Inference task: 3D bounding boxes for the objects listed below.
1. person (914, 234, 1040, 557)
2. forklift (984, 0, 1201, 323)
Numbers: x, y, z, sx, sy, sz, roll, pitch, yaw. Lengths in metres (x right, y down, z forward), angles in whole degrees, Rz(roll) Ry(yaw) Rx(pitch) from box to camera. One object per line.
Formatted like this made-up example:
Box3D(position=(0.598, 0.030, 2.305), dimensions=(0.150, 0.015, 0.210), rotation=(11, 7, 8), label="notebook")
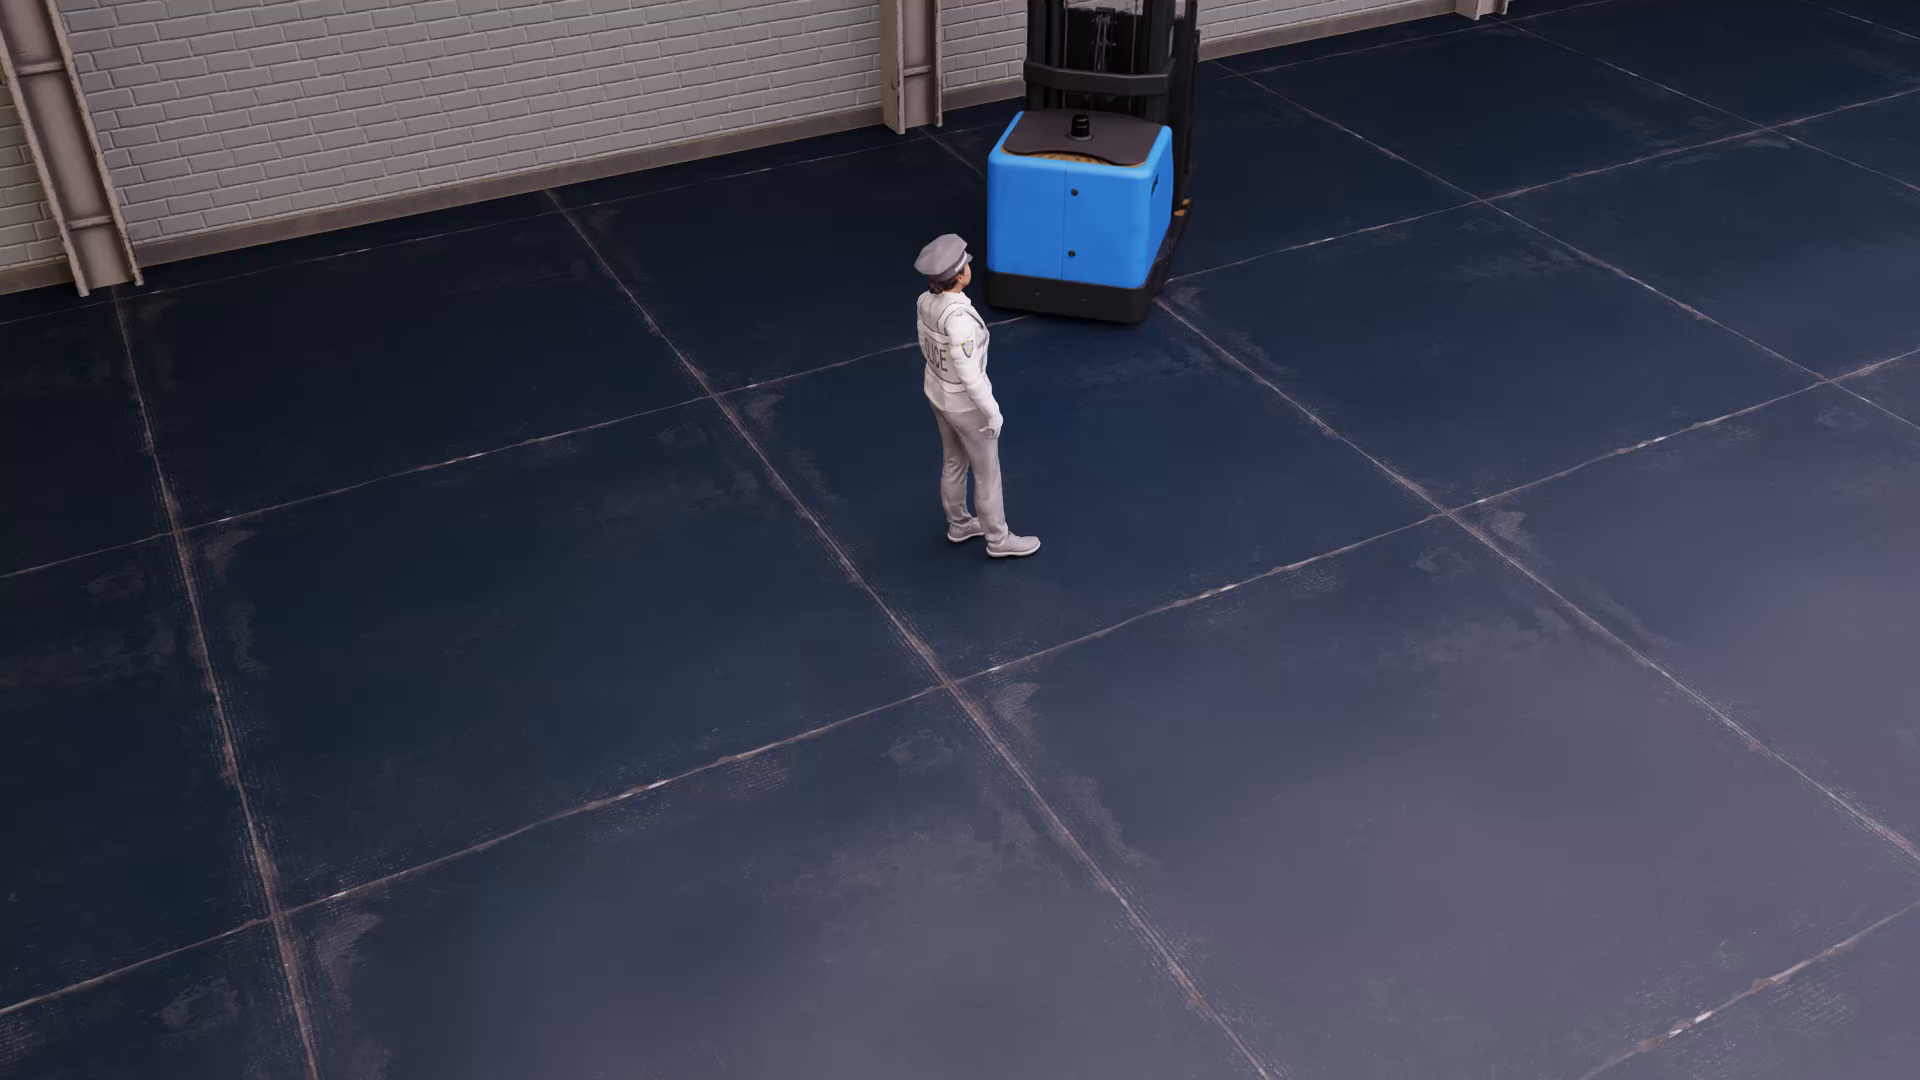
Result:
Box3D(position=(0.064, -0.713, 8.190), dimensions=(0.532, 1.694, 0.586), rotation=(-17, 39, -23), label="person")
Box3D(position=(1.040, -3.411, 10.949), dimensions=(1.130, 2.935, 3.031), rotation=(9, 36, 13), label="forklift")
